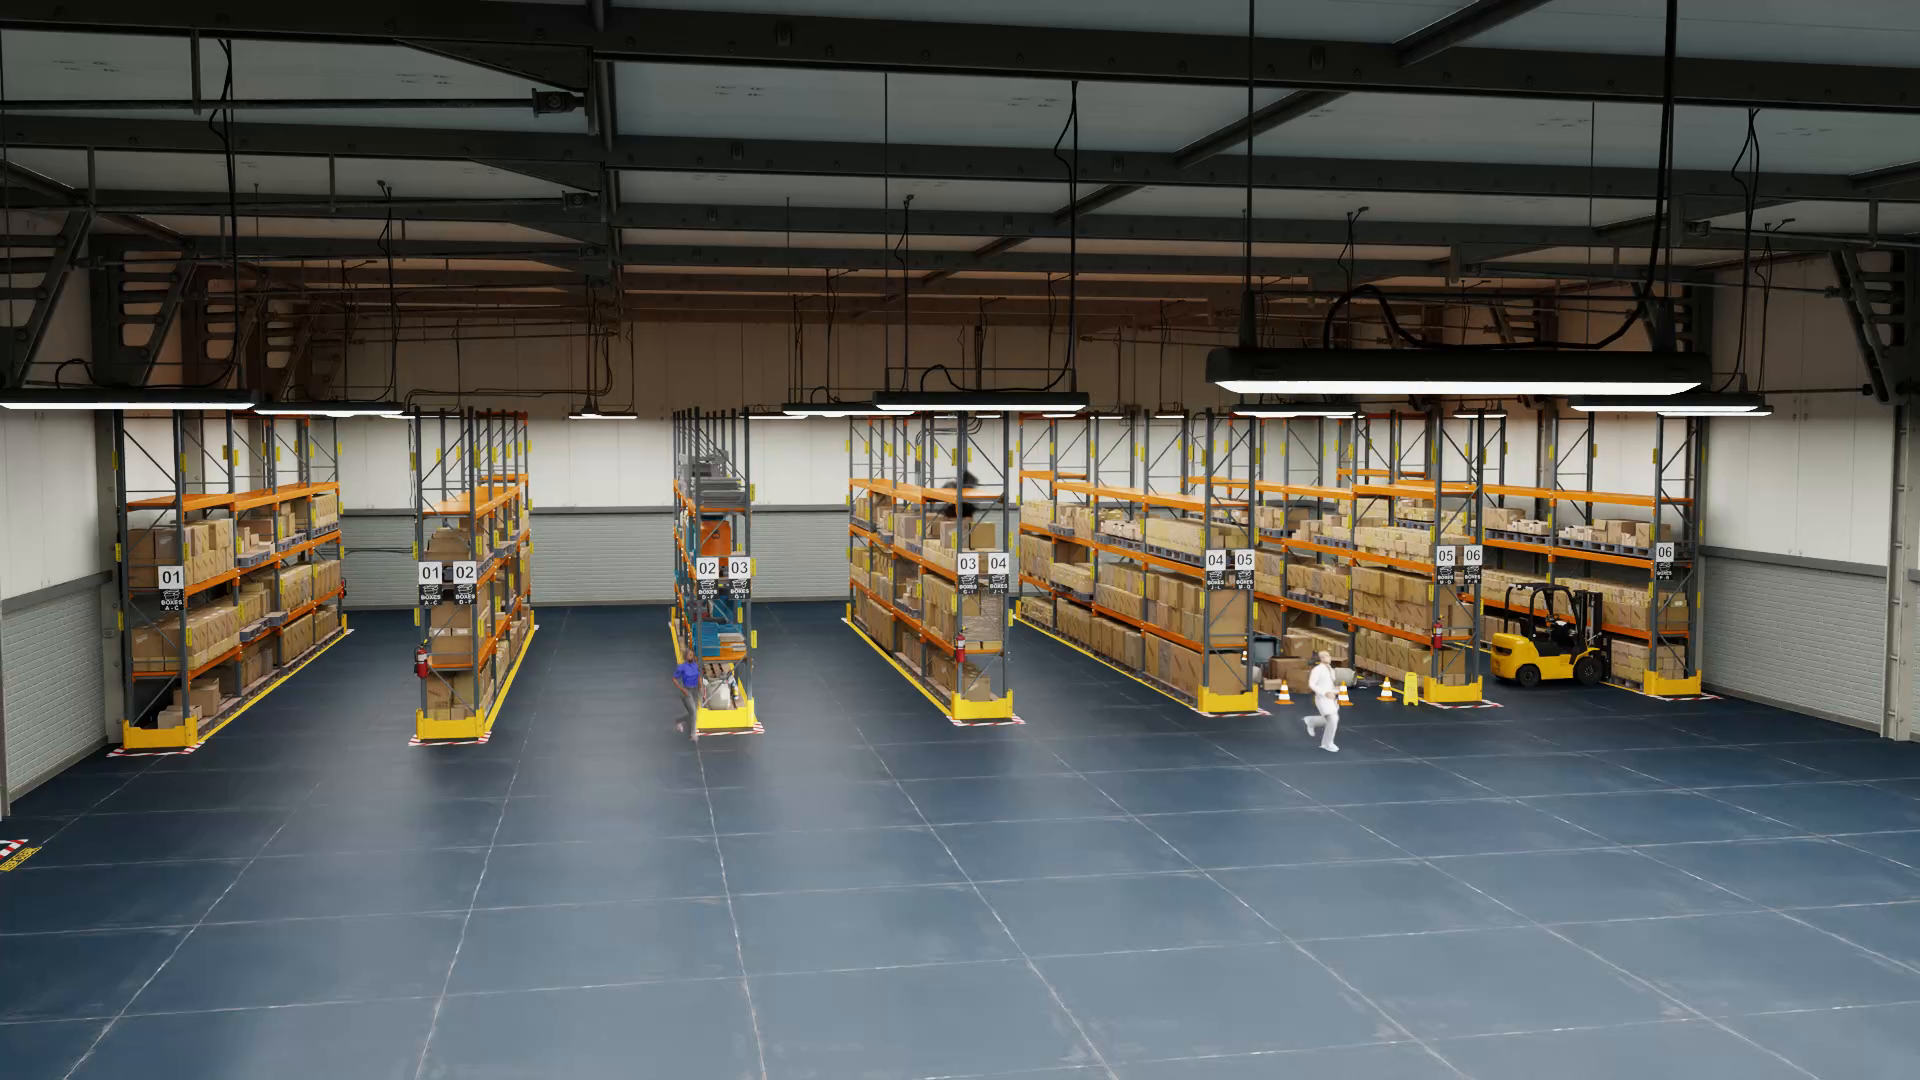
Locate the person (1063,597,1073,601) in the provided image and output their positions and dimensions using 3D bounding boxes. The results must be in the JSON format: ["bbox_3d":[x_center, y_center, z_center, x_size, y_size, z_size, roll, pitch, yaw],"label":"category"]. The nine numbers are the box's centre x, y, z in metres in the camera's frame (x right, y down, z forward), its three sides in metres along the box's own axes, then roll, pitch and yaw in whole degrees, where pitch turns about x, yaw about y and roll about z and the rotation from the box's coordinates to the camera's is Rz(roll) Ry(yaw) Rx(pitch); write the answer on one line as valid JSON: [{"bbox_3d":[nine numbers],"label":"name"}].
[{"bbox_3d":[3.299,1.359,49.389,0.643,1.732,0.685,3,5,36],"label":"person"}]

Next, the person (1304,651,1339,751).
[{"bbox_3d":[6.336,2.799,29.118,0.713,1.733,0.700,3,5,35],"label":"person"}]

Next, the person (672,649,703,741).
[{"bbox_3d":[-4.945,2.791,30.094,0.699,1.645,0.621,3,5,34],"label":"person"}]

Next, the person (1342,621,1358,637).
[{"bbox_3d":[10.143,1.793,42.977,0.714,1.742,0.635,-1,4,-14],"label":"person"}]
